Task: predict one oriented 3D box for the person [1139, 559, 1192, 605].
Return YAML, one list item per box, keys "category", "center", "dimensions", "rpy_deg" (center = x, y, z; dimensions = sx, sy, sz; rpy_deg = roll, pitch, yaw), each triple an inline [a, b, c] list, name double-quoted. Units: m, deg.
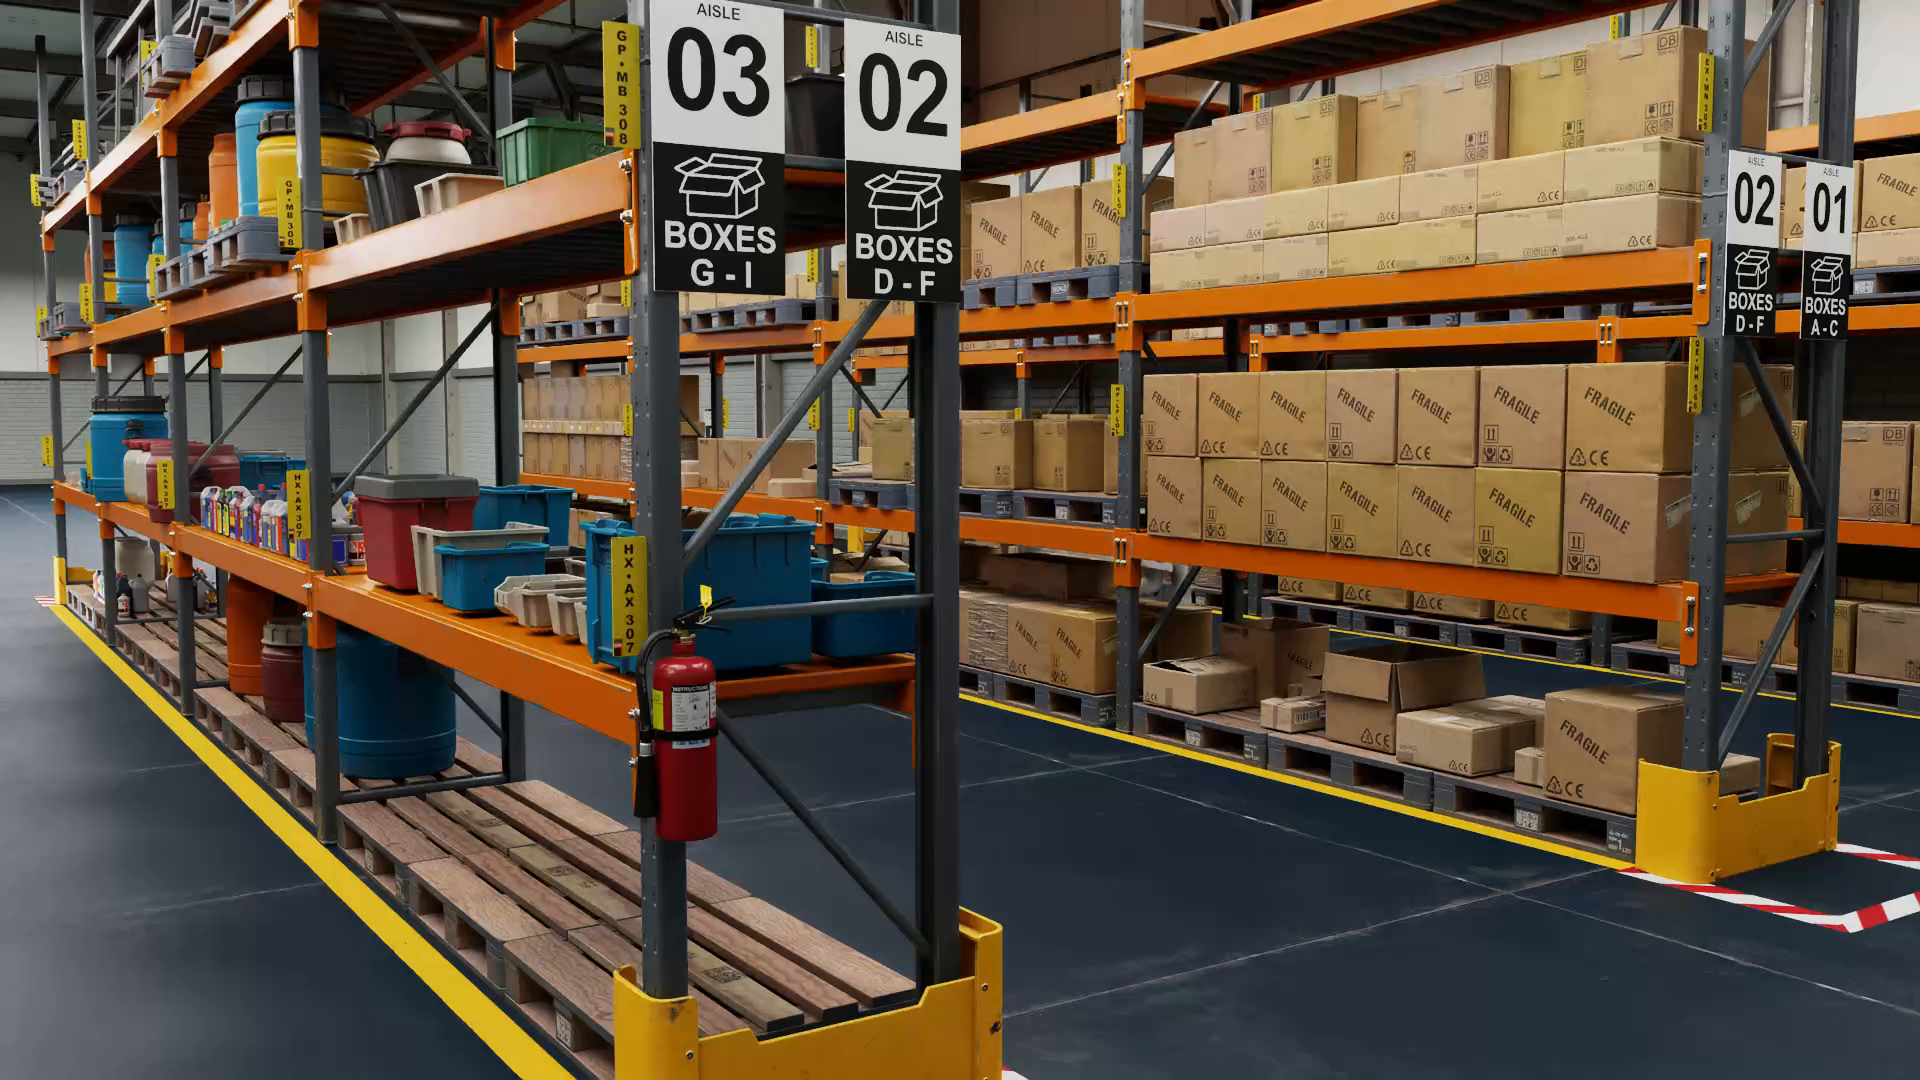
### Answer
- category: "person"
  center: [1.763, 0.010, 15.057]
  dimensions: [1.001, 1.745, 0.572]
  rpy_deg: [2, 5, 21]
